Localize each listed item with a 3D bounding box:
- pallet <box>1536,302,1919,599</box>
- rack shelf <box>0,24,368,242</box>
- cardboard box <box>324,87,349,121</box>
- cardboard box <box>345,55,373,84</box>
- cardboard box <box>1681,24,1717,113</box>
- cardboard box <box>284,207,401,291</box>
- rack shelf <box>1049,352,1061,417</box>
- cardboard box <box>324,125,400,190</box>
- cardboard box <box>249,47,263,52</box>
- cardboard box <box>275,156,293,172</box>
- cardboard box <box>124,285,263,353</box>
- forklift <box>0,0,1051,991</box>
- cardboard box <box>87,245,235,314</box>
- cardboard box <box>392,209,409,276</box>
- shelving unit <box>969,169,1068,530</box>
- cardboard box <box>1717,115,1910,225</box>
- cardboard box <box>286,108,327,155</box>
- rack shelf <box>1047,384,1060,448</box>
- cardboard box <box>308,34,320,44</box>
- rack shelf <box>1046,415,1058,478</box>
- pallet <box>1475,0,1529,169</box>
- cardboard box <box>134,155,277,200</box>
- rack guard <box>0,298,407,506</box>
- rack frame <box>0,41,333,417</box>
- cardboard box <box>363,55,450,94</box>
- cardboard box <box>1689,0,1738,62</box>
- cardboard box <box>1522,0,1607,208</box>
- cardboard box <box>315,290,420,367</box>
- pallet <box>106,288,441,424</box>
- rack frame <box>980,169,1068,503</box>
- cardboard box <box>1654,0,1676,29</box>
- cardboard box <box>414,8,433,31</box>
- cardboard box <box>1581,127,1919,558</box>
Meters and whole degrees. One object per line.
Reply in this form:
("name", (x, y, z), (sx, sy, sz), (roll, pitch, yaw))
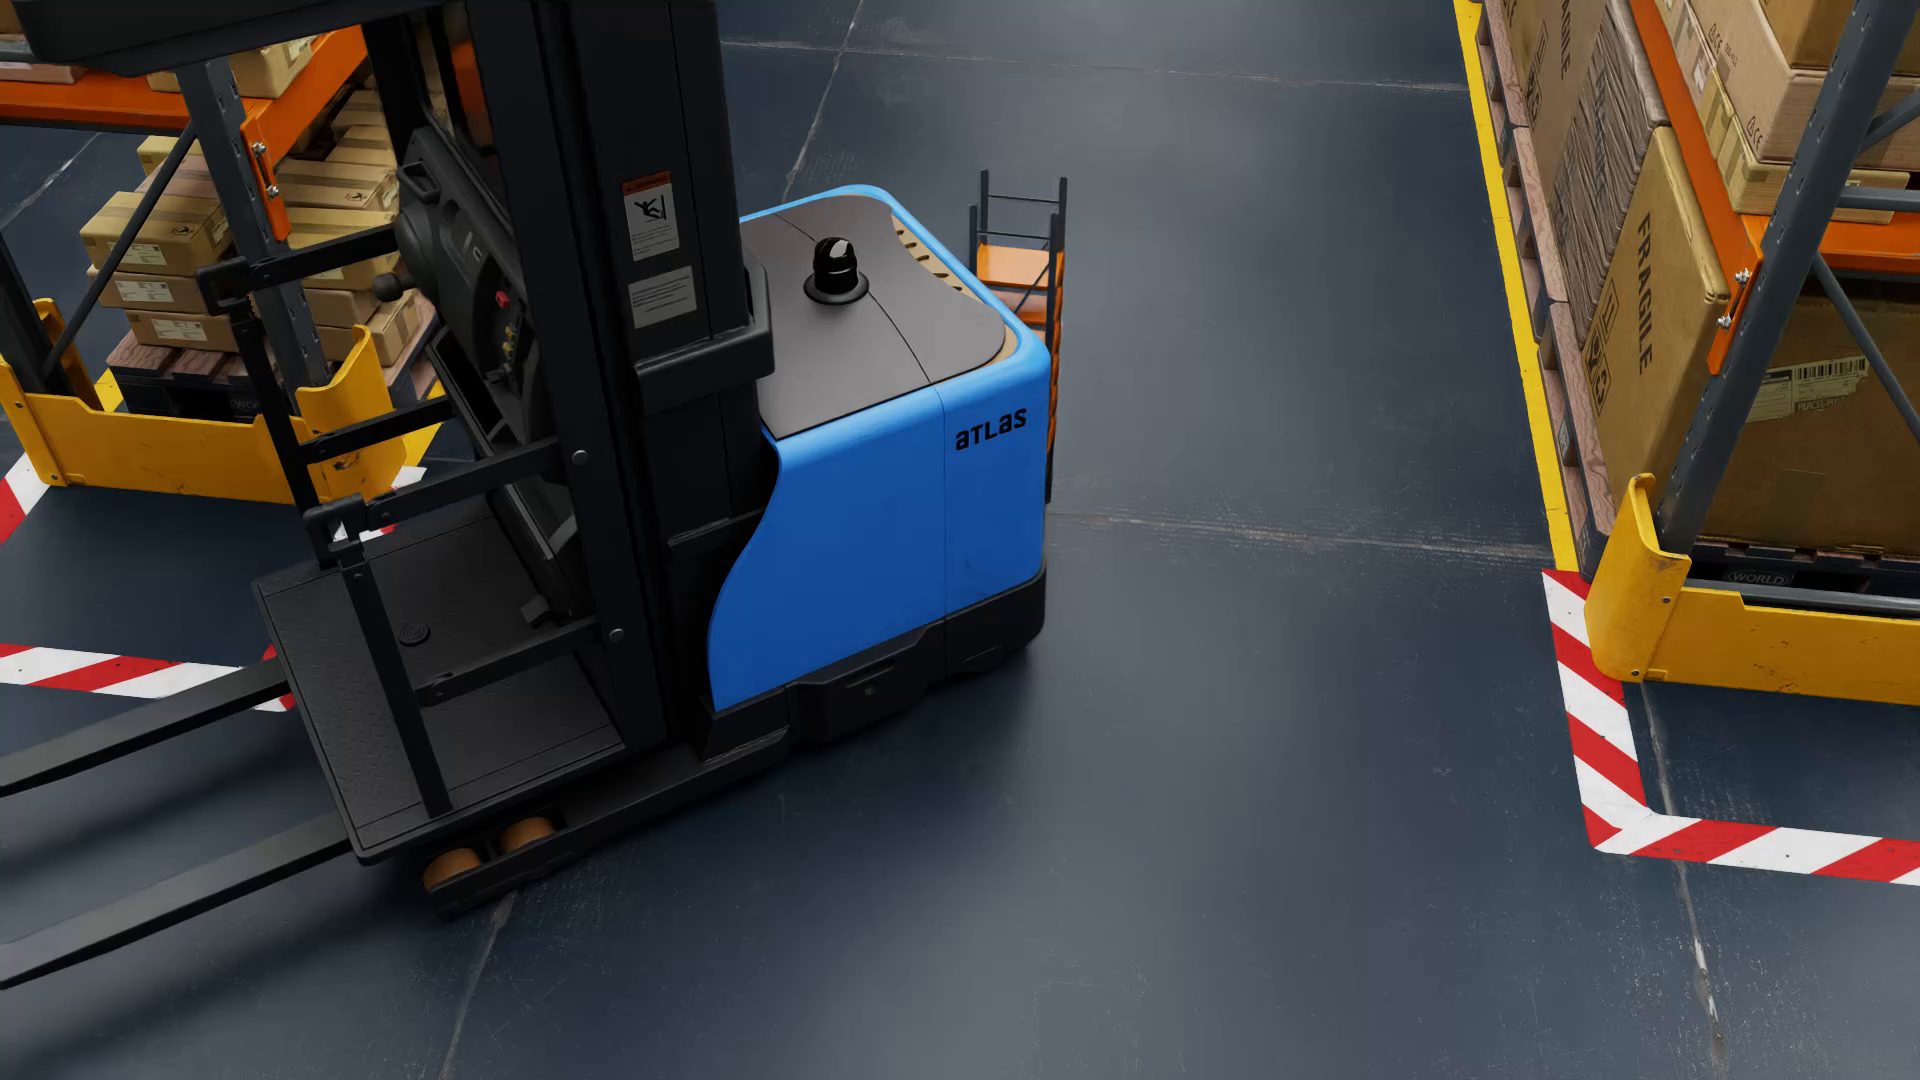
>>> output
("pallet", (2.482, -0.307, 5.421), (1.003, 0.211, 1.213), (5, 44, 6))
("rack shelf", (-2.185, -2.389, 6.114), (1.077, 0.370, 4.000), (5, 44, 6))
("cardboard box", (-2.540, -1.606, 6.317), (0.380, 0.149, 0.250), (6, 44, 6))
("cardboard box", (-2.410, -1.887, 6.396), (0.380, 0.149, 0.250), (4, 44, 4))
("cardboard box", (2.242, -1.298, 4.622), (0.380, 0.149, 0.250), (5, 44, 6))
("cardboard box", (-2.043, -0.947, 5.403), (0.380, 0.149, 0.250), (3, 44, 4))
("rack shelf", (0.160, -0.476, 4.944), (0.258, 0.103, 0.180), (7, 44, 7))
("cardboard box", (-1.966, -1.305, 5.782), (0.380, 0.149, 0.250), (5, 44, 5))
("cardboard box", (-2.116, -1.712, 4.588), (0.500, 0.500, 0.500), (7, 44, 7))
("cardboard box", (-2.595, -1.252, 5.943), (0.380, 0.149, 0.250), (4, 44, 4))
("cardboard box", (-2.586, -0.782, 5.662), (0.380, 0.149, 0.250), (6, 44, 6))
("forklift", (-1.285, -0.534, 3.682), (3.031, 2.935, 1.130), (-22, 48, -22))
("cardboard box", (-2.662, -0.898, 5.568), (0.380, 0.149, 0.250), (4, 44, 4))
("cardboard box", (-2.033, -1.028, 5.705), (0.380, 0.149, 0.250), (5, 44, 5))
("shelving unit", (0.160, -0.509, 4.914), (0.258, 1.200, 0.189), (7, 44, 7))
("cardboard box", (2.175, -0.949, 4.253), (0.380, 0.149, 0.250), (6, 44, 6))
("cardboard box", (-2.535, -1.529, 6.018), (0.380, 0.149, 0.250), (4, 44, 4))
("rack shelf", (0.160, -0.389, 5.027), (0.258, 0.103, 0.180), (7, 44, 7))
("cardboard box", (-2.089, -1.564, 4.903), (0.380, 0.149, 0.250), (7, 44, 7))
("rack shelf", (0.160, -0.302, 5.109), (0.258, 0.103, 0.180), (7, 44, 7))
("pallet", (2.805, -1.970, 7.177), (1.003, 0.211, 1.213), (5, 44, 6))
("cardboard box", (-2.540, -1.170, 5.640), (0.380, 0.149, 0.250), (6, 44, 6))
("rack guard", (-2.439, -0.431, 5.342), (1.175, 0.500, 0.348), (5, 44, 6))
("rack frame", (-2.449, -1.287, 4.428), (1.000, 3.000, 0.127), (5, 44, 6))
("cardboard box", (-1.969, -1.670, 6.168), (0.380, 0.149, 0.250), (7, 44, 7))
("cardboard box", (2.323, -1.521, 4.567), (0.500, 0.250, 0.500), (5, 44, 5))
("cardboard box", (2.697, -1.818, 6.229), (0.875, 0.875, 0.875), (5, 44, 6))
("cardboard box", (-2.063, -0.732, 5.610), (0.380, 0.149, 0.250), (6, 44, 6))
("pallet", (-2.297, -0.877, 6.022), (1.003, 0.211, 1.213), (5, 44, 6))
("rack frame", (0.176, -0.570, 4.979), (0.240, 1.200, 0.006), (7, 44, 7))
("cardboard box", (2.308, -1.645, 4.988), (0.380, 0.149, 0.250), (4, 44, 5))
("cardboard box", (-1.950, -2.025, 6.543), (0.380, 0.149, 0.250), (5, 44, 6))
("cardboard box", (2.459, -0.592, 4.933), (0.875, 0.875, 0.875), (5, 44, 6))
